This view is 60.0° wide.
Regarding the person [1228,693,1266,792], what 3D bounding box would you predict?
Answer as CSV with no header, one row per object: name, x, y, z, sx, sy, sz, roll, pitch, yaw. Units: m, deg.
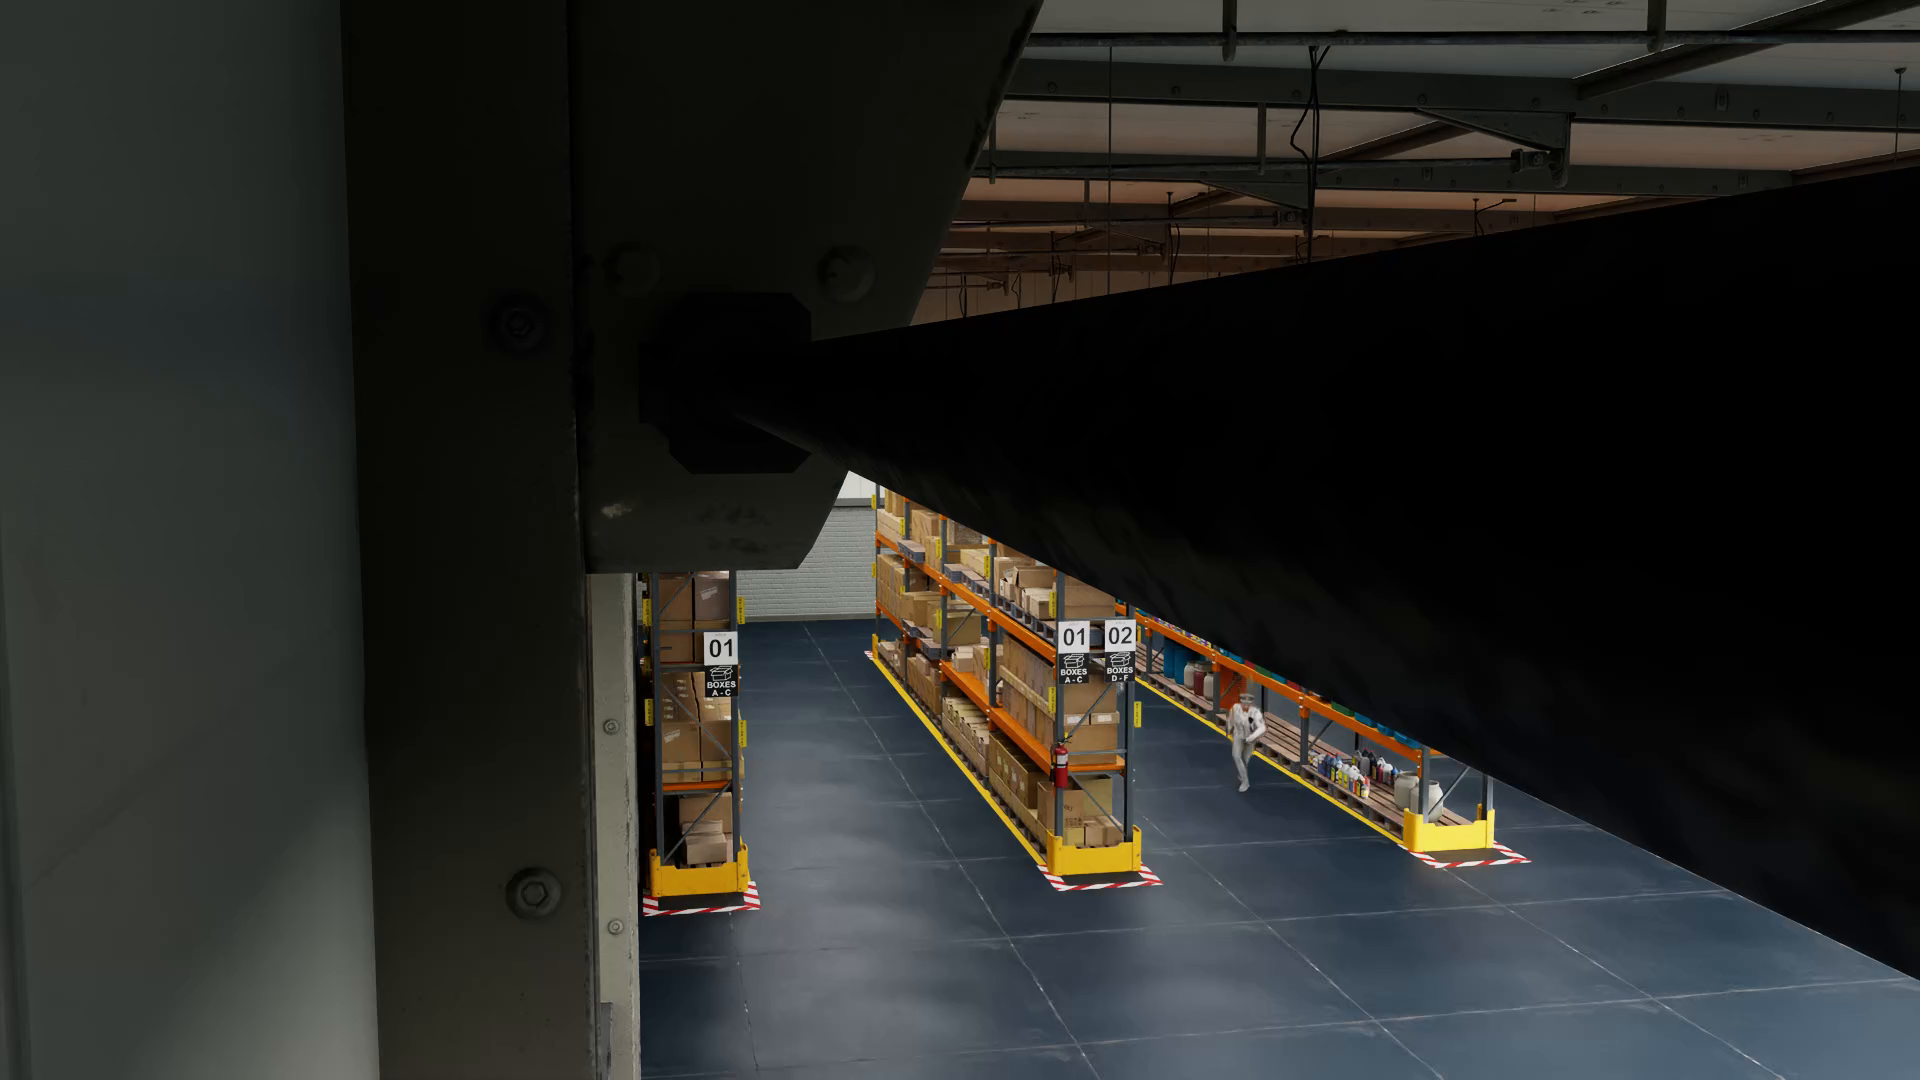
person,4.335,2.981,25.119,0.597,1.478,1.044,2,6,14

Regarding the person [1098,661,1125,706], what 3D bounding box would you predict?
person,2.522,2.618,28.176,0.685,1.596,1.118,-1,6,-6
